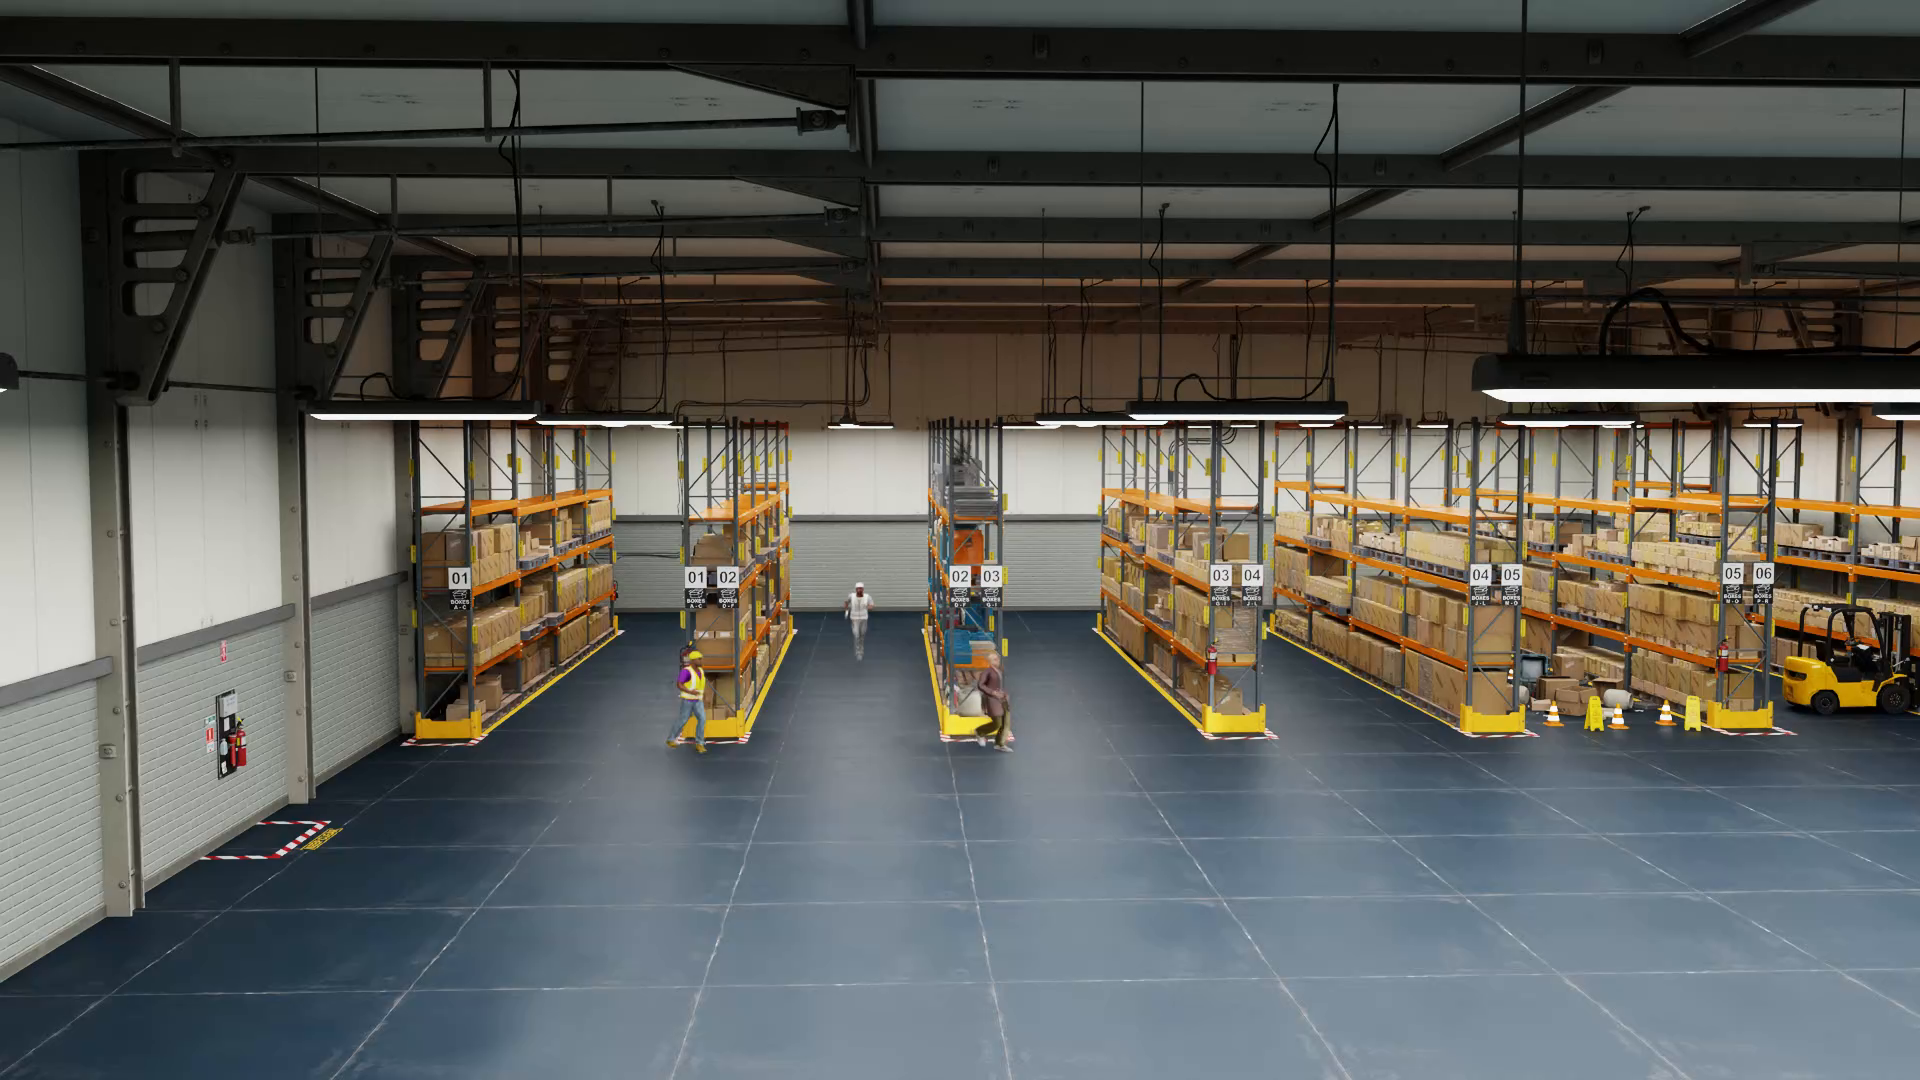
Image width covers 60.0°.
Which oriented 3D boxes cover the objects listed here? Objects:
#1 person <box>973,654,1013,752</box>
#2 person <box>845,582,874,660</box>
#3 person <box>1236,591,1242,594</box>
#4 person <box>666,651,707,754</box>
[{"bbox_3d":[0.597,2.914,29.839,0.756,1.761,0.726,3,5,34],"label":"person"},{"bbox_3d":[-2.395,1.916,39.730,0.674,1.816,0.882,-1,4,-11],"label":"person"},{"bbox_3d":[8.039,1.717,48.413,0.828,1.692,0.706,-3,5,-39],"label":"person"},{"bbox_3d":[-4.778,2.894,29.831,0.824,1.792,0.761,3,5,35],"label":"person"}]
